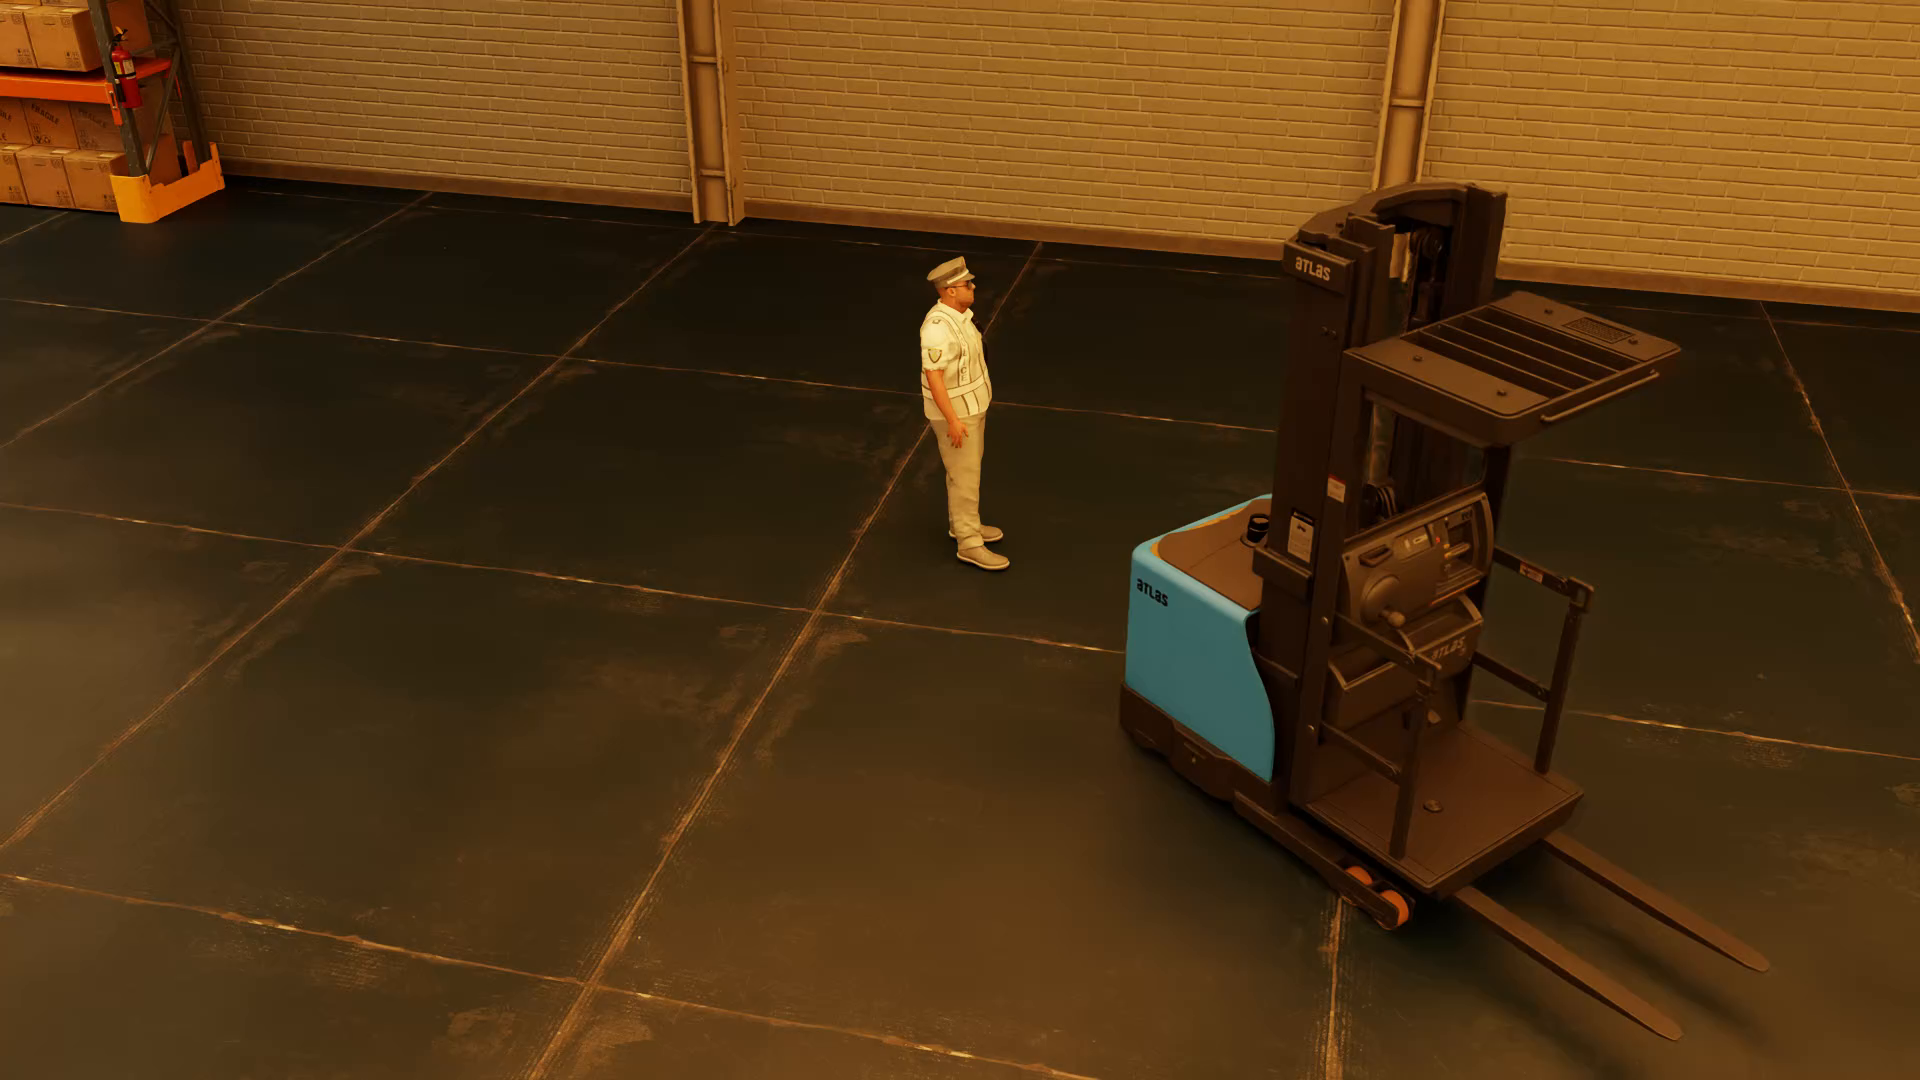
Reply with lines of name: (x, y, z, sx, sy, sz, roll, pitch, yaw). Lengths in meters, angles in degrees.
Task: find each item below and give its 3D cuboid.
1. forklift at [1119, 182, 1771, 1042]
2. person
forklift: (2.085, 0.129, 6.942, 1.130, 2.935, 3.031, -20, 35, -31)
person: (0.074, -0.768, 9.674, 0.573, 1.781, 0.641, 7, 30, 12)
